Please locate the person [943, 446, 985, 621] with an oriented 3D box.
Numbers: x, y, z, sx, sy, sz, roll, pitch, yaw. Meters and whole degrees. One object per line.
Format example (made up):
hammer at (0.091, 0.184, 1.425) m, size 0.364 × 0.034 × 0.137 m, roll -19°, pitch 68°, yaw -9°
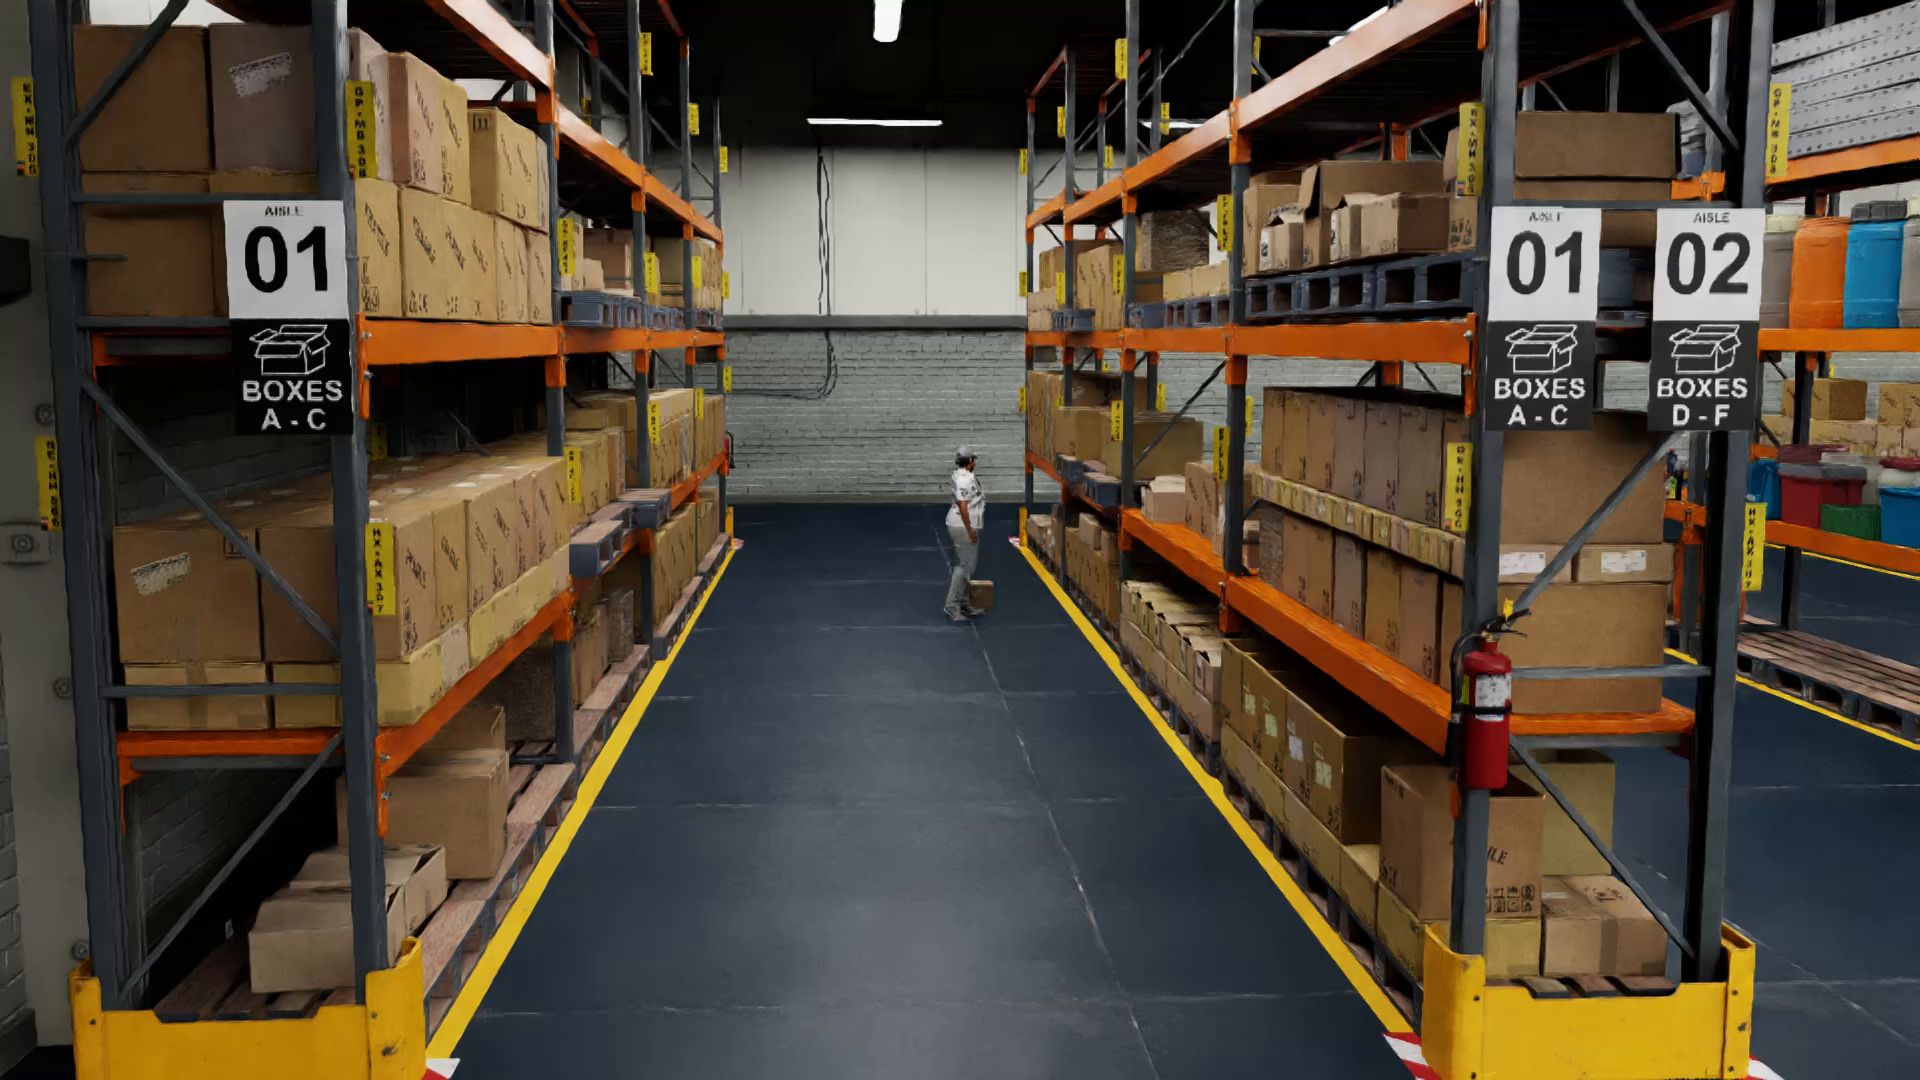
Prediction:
person at (0.032, -0.071, 16.311) m, size 0.434 × 1.702 × 0.521 m, roll -1°, pitch 7°, yaw -7°
